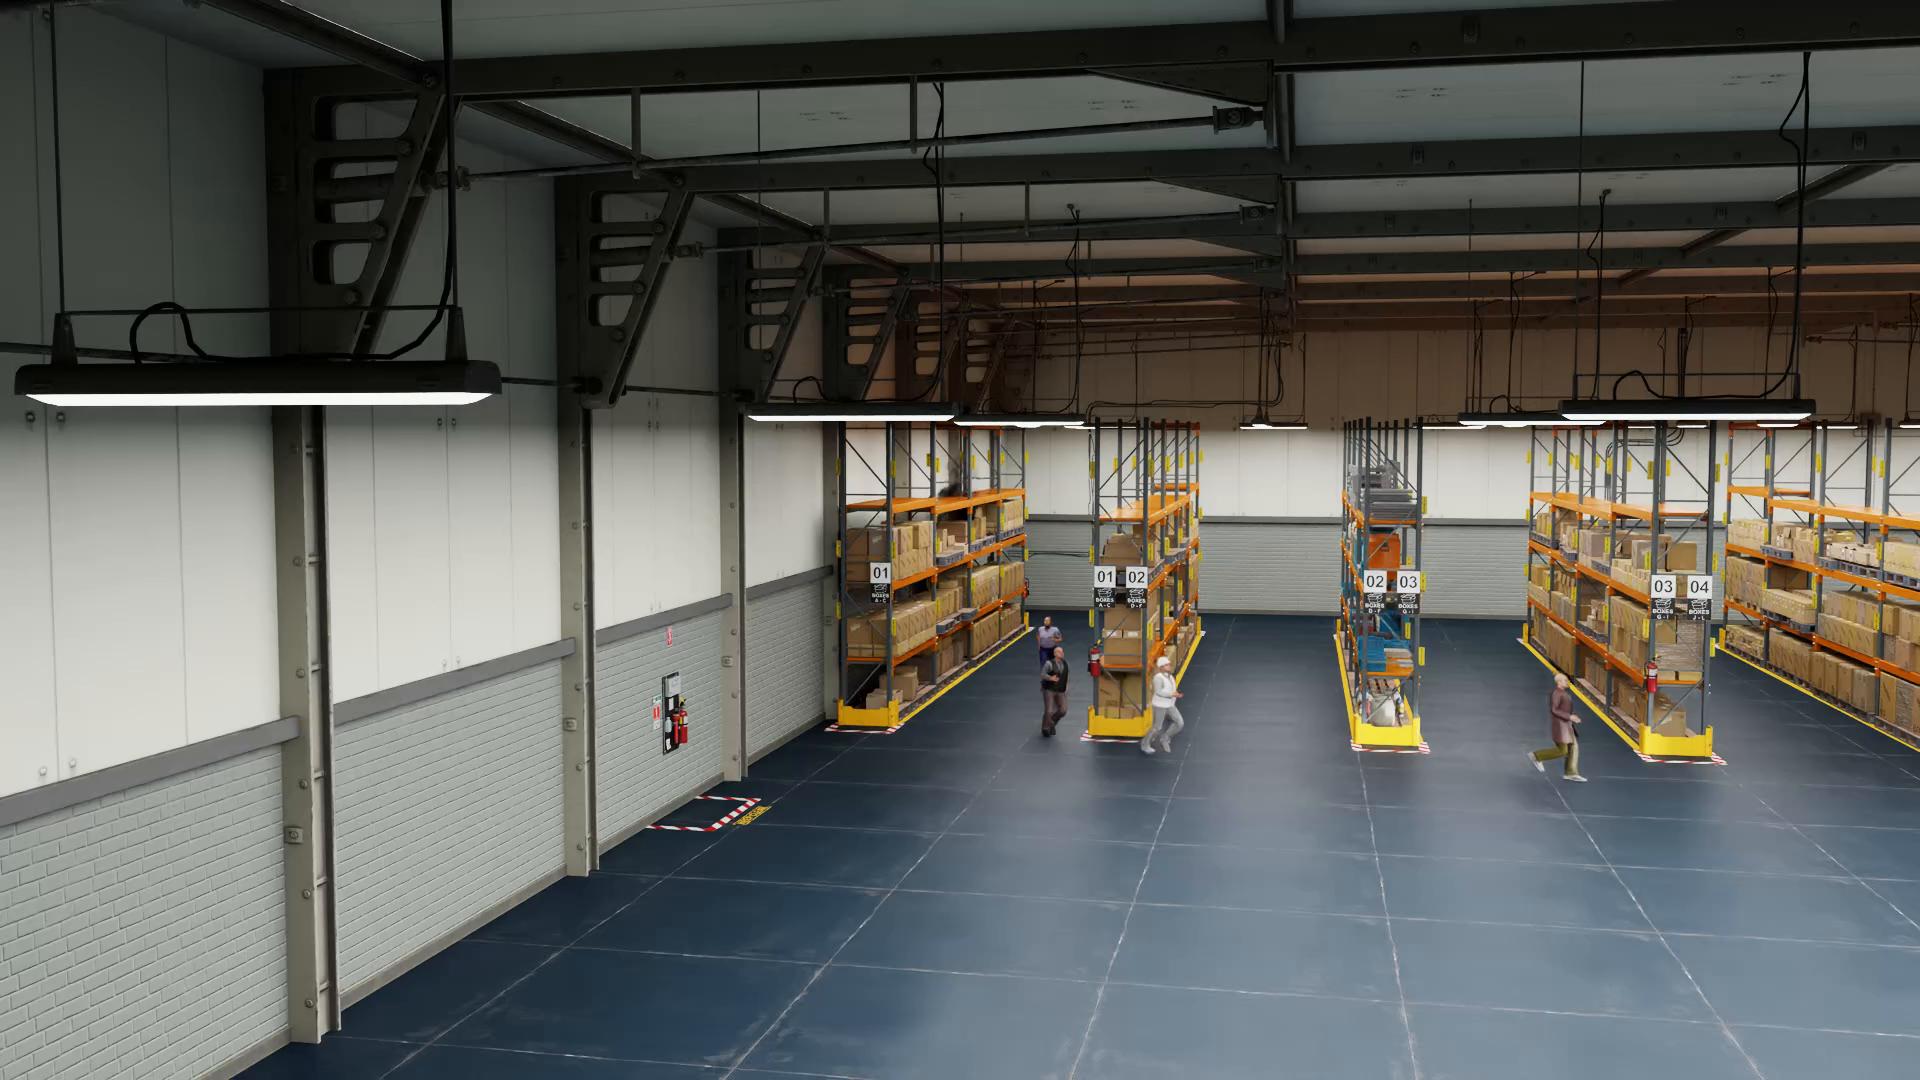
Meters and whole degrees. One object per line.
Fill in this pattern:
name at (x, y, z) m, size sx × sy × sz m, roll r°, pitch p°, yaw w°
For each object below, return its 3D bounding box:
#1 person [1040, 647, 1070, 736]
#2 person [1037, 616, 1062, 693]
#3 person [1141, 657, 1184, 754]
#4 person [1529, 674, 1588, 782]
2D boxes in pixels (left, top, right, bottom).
person at (1.839, 2.854, 31.230) m, size 0.669 × 1.690 × 0.641 m, roll -1°, pitch 4°, yaw -19°
person at (1.974, 2.540, 36.800) m, size 0.574 × 1.707 × 0.740 m, roll 0°, pitch 4°, yaw 5°
person at (3.626, 2.920, 29.442) m, size 0.838 × 1.737 × 0.672 m, roll 3°, pitch 5°, yaw 41°
person at (9.854, 3.075, 27.336) m, size 0.923 × 1.764 × 0.711 m, roll 2°, pitch 4°, yaw 31°
